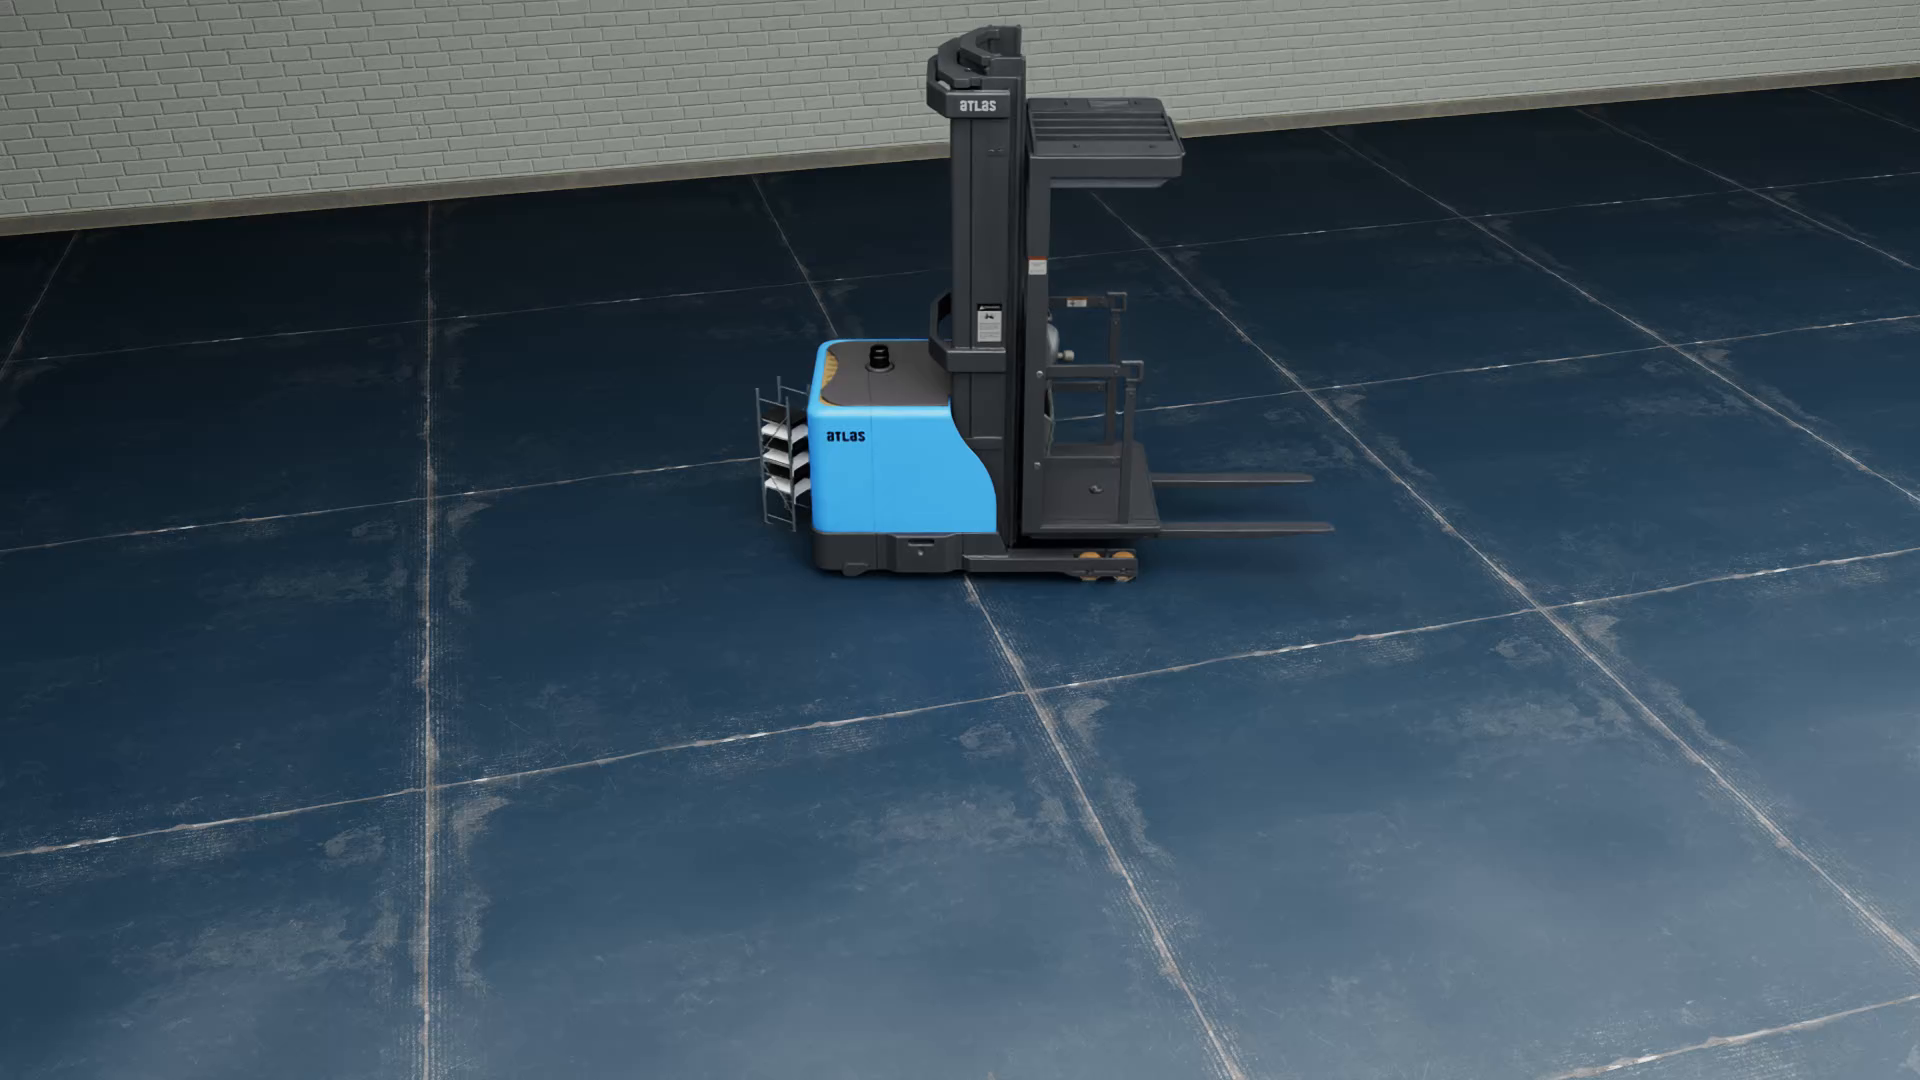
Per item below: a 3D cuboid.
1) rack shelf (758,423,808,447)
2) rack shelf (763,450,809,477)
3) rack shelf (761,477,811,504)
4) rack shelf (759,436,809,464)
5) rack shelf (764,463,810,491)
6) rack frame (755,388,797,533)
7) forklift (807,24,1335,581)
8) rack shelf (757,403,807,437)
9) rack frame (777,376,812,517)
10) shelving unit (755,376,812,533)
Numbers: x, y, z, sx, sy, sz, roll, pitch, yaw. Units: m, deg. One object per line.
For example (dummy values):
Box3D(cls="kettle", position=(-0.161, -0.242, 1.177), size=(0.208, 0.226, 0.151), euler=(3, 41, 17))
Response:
Box3D(cls="rack shelf", position=(-1.038, -0.635, 9.888), size=(0.258, 0.077, 0.200), euler=(18, 34, 28))
Box3D(cls="rack shelf", position=(-1.038, -0.480, 9.978), size=(0.258, 0.077, 0.200), euler=(18, 34, 28))
Box3D(cls="rack shelf", position=(-1.038, -0.324, 10.068), size=(0.258, 0.077, 0.200), euler=(18, 34, 28))
Box3D(cls="rack shelf", position=(-1.038, -0.558, 9.933), size=(0.258, 0.077, 0.200), euler=(18, 34, 28))
Box3D(cls="rack shelf", position=(-1.038, -0.402, 10.023), size=(0.258, 0.077, 0.200), euler=(18, 34, 28))
Box3D(cls="rack frame", position=(-1.092, -0.465, 9.887), size=(0.240, 0.900, 0.006), euler=(18, 34, 28))
Box3D(cls="forklift", position=(0.657, -1.300, 9.301), size=(3.031, 2.935, 1.130), euler=(0, 30, 0))
Box3D(cls="rack shelf", position=(-1.038, -0.713, 9.843), size=(0.258, 0.077, 0.200), euler=(18, 34, 28))
Box3D(cls="rack frame", position=(-0.983, -0.552, 10.036), size=(0.240, 0.900, 0.006), euler=(18, 34, 28))
Box3D(cls="shelving unit", position=(-1.038, -0.509, 9.961), size=(0.258, 0.900, 0.210), euler=(18, 34, 28))
